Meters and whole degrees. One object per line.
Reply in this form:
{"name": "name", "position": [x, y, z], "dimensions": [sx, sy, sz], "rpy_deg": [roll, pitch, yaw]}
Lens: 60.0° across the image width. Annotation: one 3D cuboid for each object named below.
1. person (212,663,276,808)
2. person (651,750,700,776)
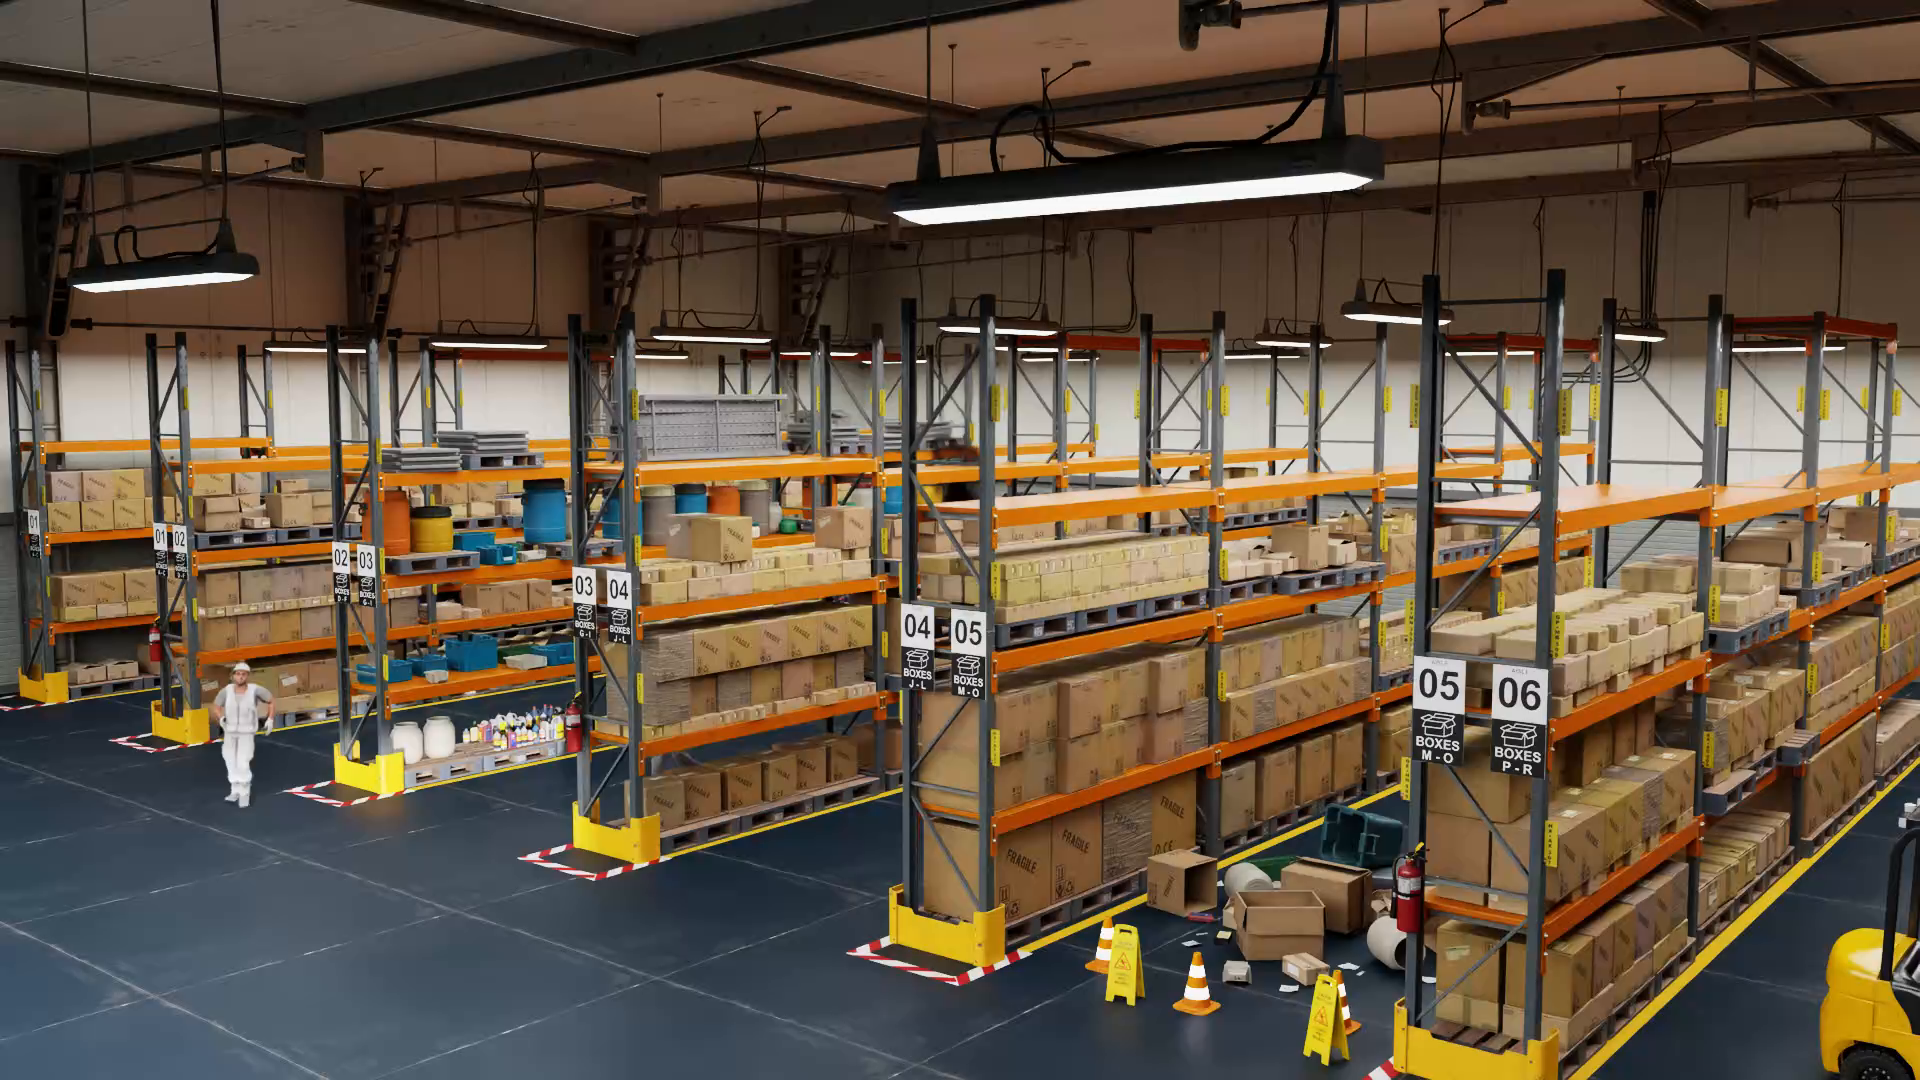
{"name": "person", "position": [-8.924, 2.434, 20.693], "dimensions": [0.714, 1.834, 0.615], "rpy_deg": [-1, 5, -8]}
{"name": "person", "position": [-3.736, 2.391, 21.356], "dimensions": [0.583, 1.674, 0.899], "rpy_deg": [3, 6, 30]}
